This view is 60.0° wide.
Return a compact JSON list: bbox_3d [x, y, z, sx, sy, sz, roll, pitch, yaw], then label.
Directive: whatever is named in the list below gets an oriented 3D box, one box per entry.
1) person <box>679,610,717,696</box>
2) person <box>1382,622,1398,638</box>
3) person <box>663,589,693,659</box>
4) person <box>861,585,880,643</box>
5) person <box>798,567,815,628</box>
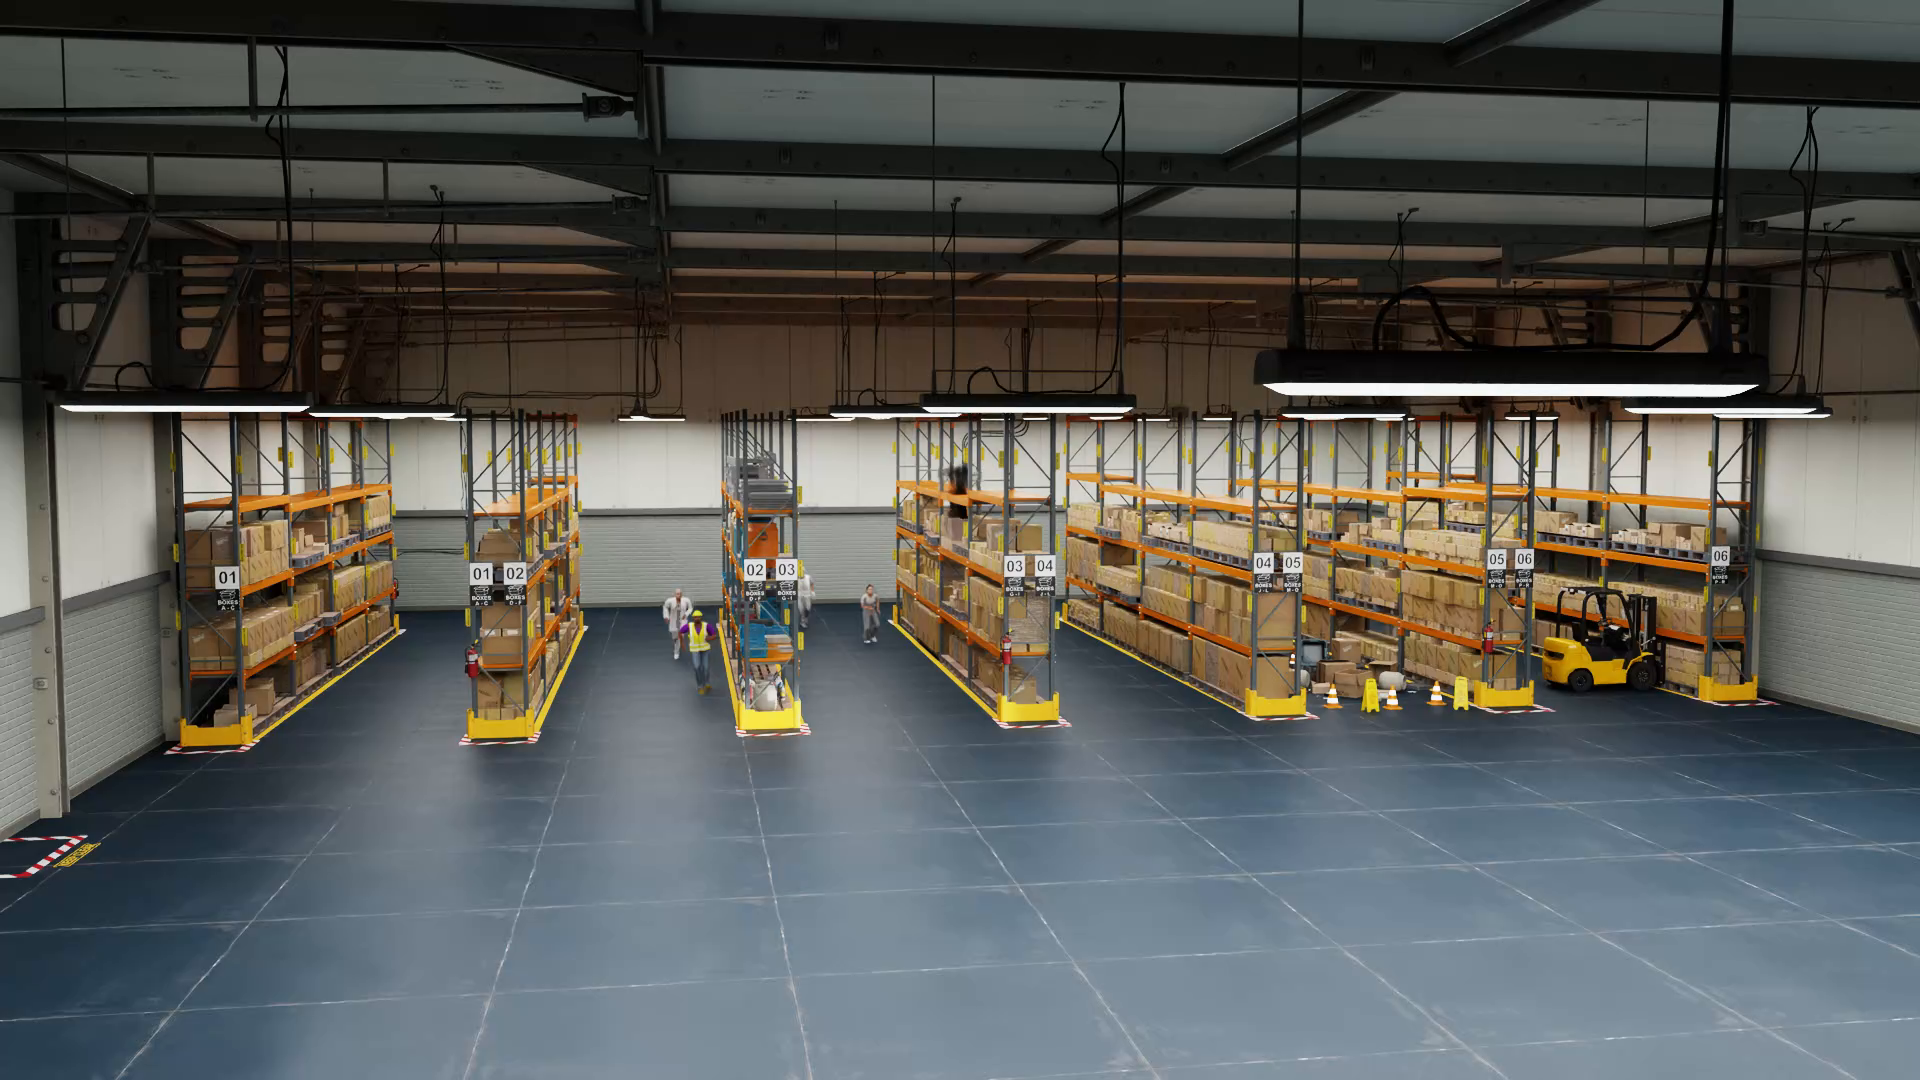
[{"bbox_3d":[-5.558,2.393,35.330,0.806,1.825,0.722,-1,4,-12],"label":"person"},{"bbox_3d":[11.095,1.859,42.966,0.633,1.717,0.484,2,4,22],"label":"person"},{"bbox_3d":[-6.919,2.045,40.782,0.712,1.711,0.792,-1,4,-13],"label":"person"},{"bbox_3d":[-2.326,1.975,43.220,0.564,1.472,0.808,-1,4,-18],"label":"person"},{"bbox_3d":[-4.414,1.600,46.684,0.696,1.735,0.572,-1,4,-16],"label":"person"}]
